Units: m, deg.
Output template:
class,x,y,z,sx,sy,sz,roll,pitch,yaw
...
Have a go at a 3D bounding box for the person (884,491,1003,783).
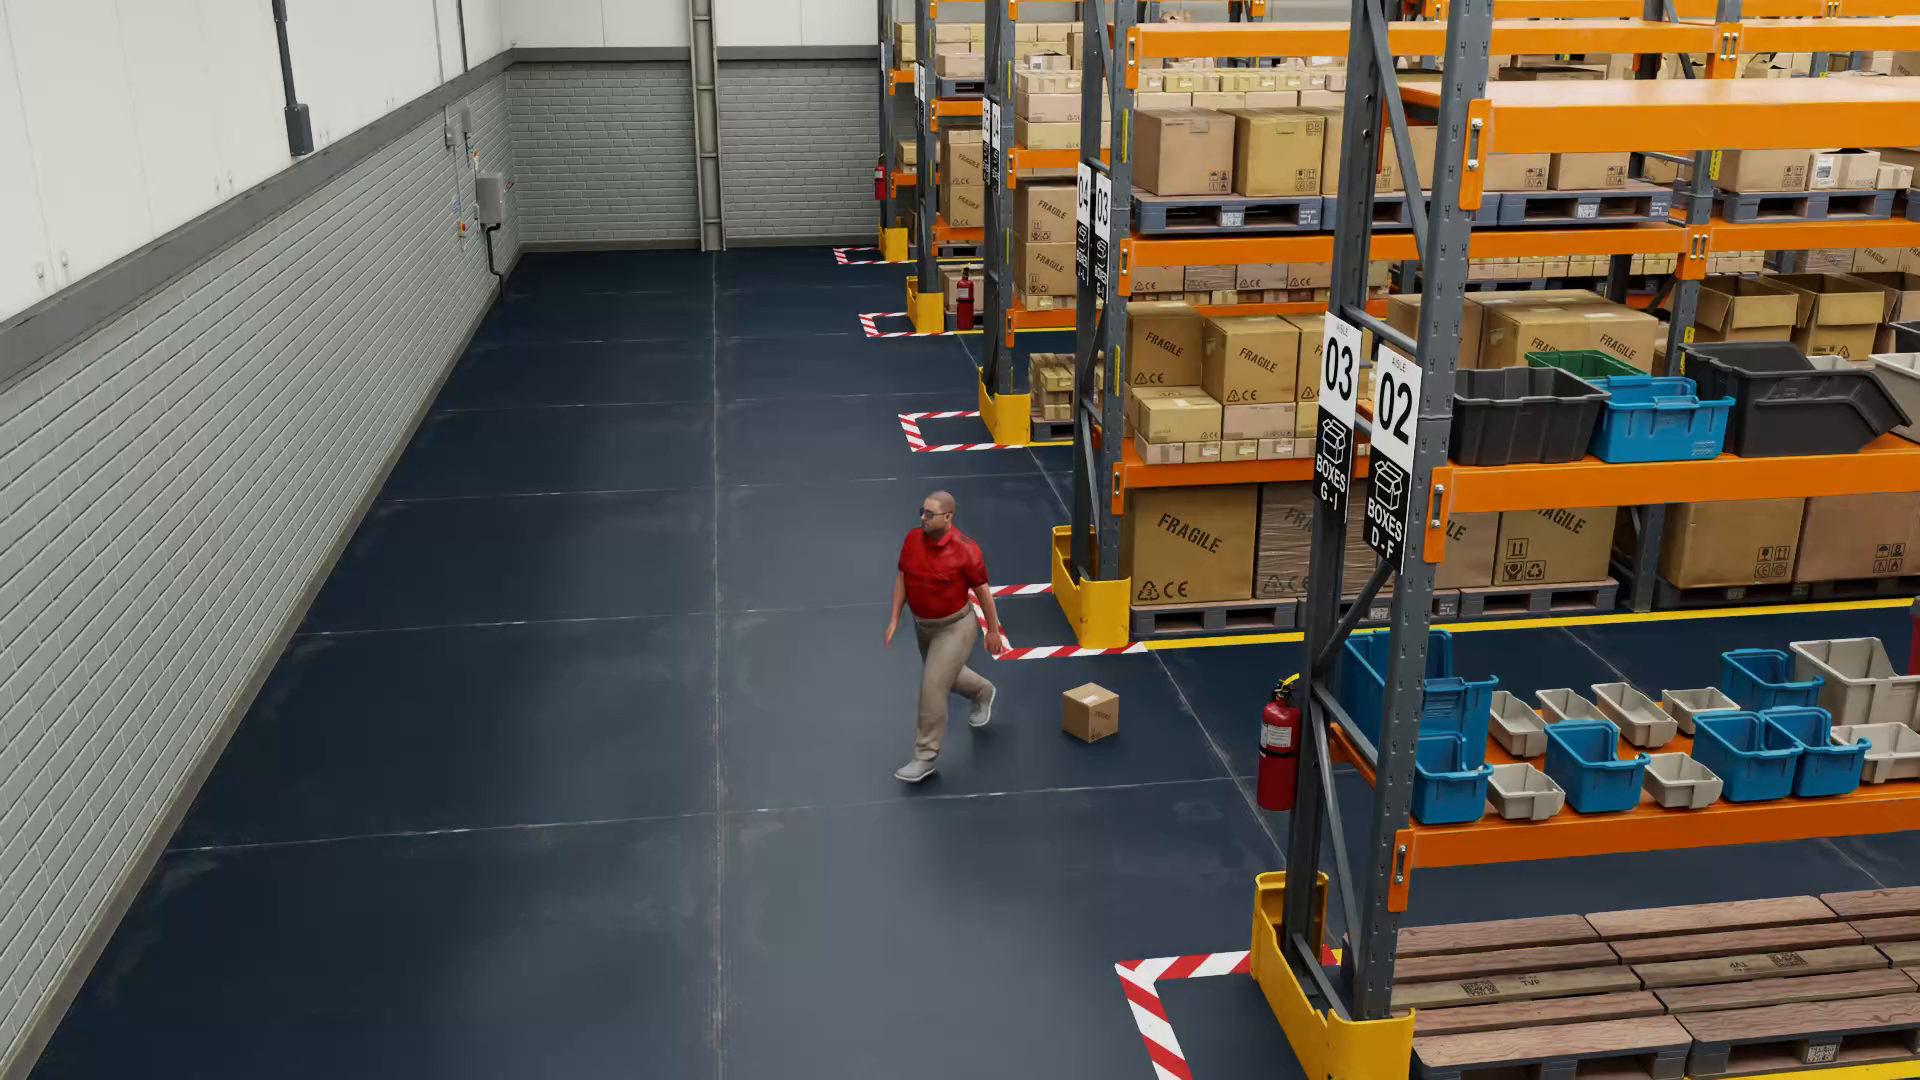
class,x,y,z,sx,sy,sz,roll,pitch,yaw
person,-0.085,0.491,9.778,0.580,1.663,1.095,17,26,39
